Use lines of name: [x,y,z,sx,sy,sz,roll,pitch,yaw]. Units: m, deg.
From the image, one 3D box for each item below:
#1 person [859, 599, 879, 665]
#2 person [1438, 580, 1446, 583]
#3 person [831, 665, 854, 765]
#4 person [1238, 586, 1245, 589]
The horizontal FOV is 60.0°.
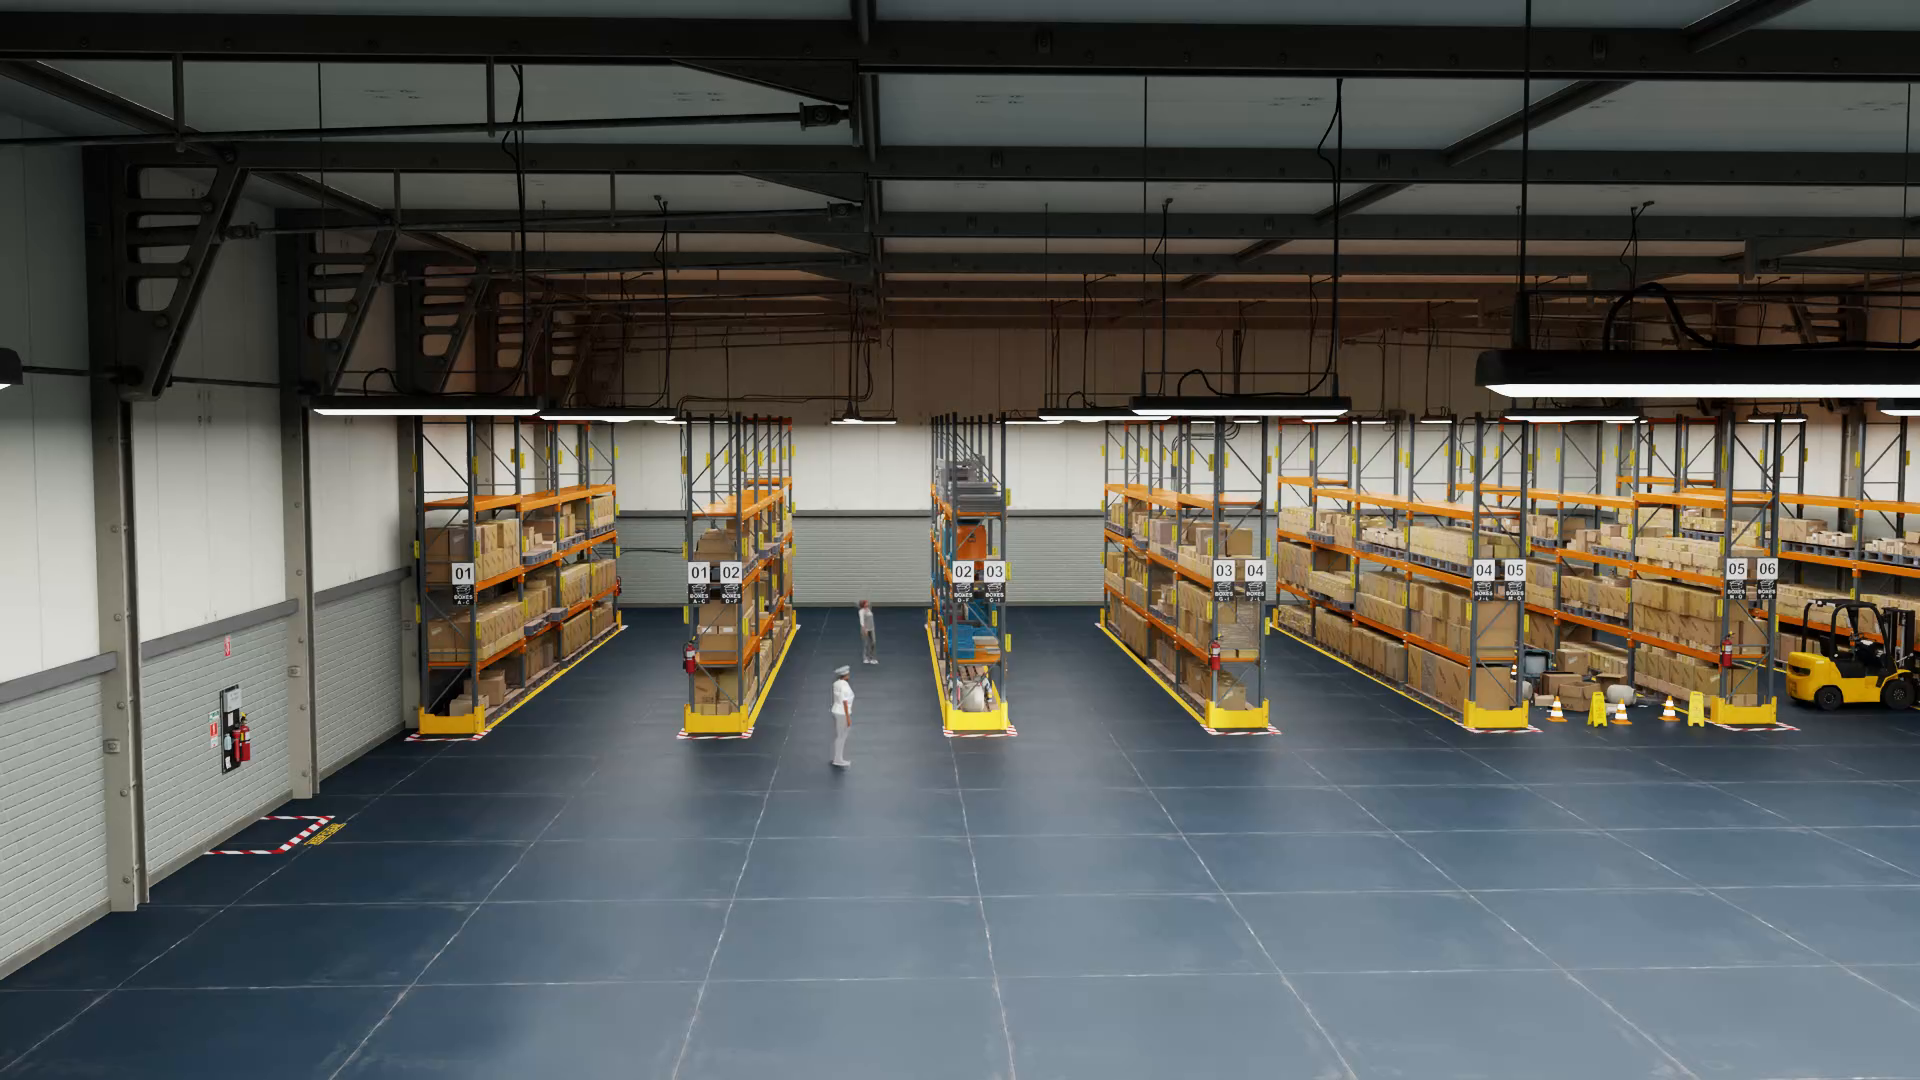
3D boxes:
person: [-2.204,2.221,40.151,0.475,1.618,0.444,-3,5,-36]
person: [12.813,1.875,44.355,0.576,1.610,1.002,2,4,24]
person: [-1.985,2.997,28.160,0.355,1.738,0.539,-1,4,-20]
person: [8.201,1.556,48.600,0.563,1.718,1.089,1,4,12]
